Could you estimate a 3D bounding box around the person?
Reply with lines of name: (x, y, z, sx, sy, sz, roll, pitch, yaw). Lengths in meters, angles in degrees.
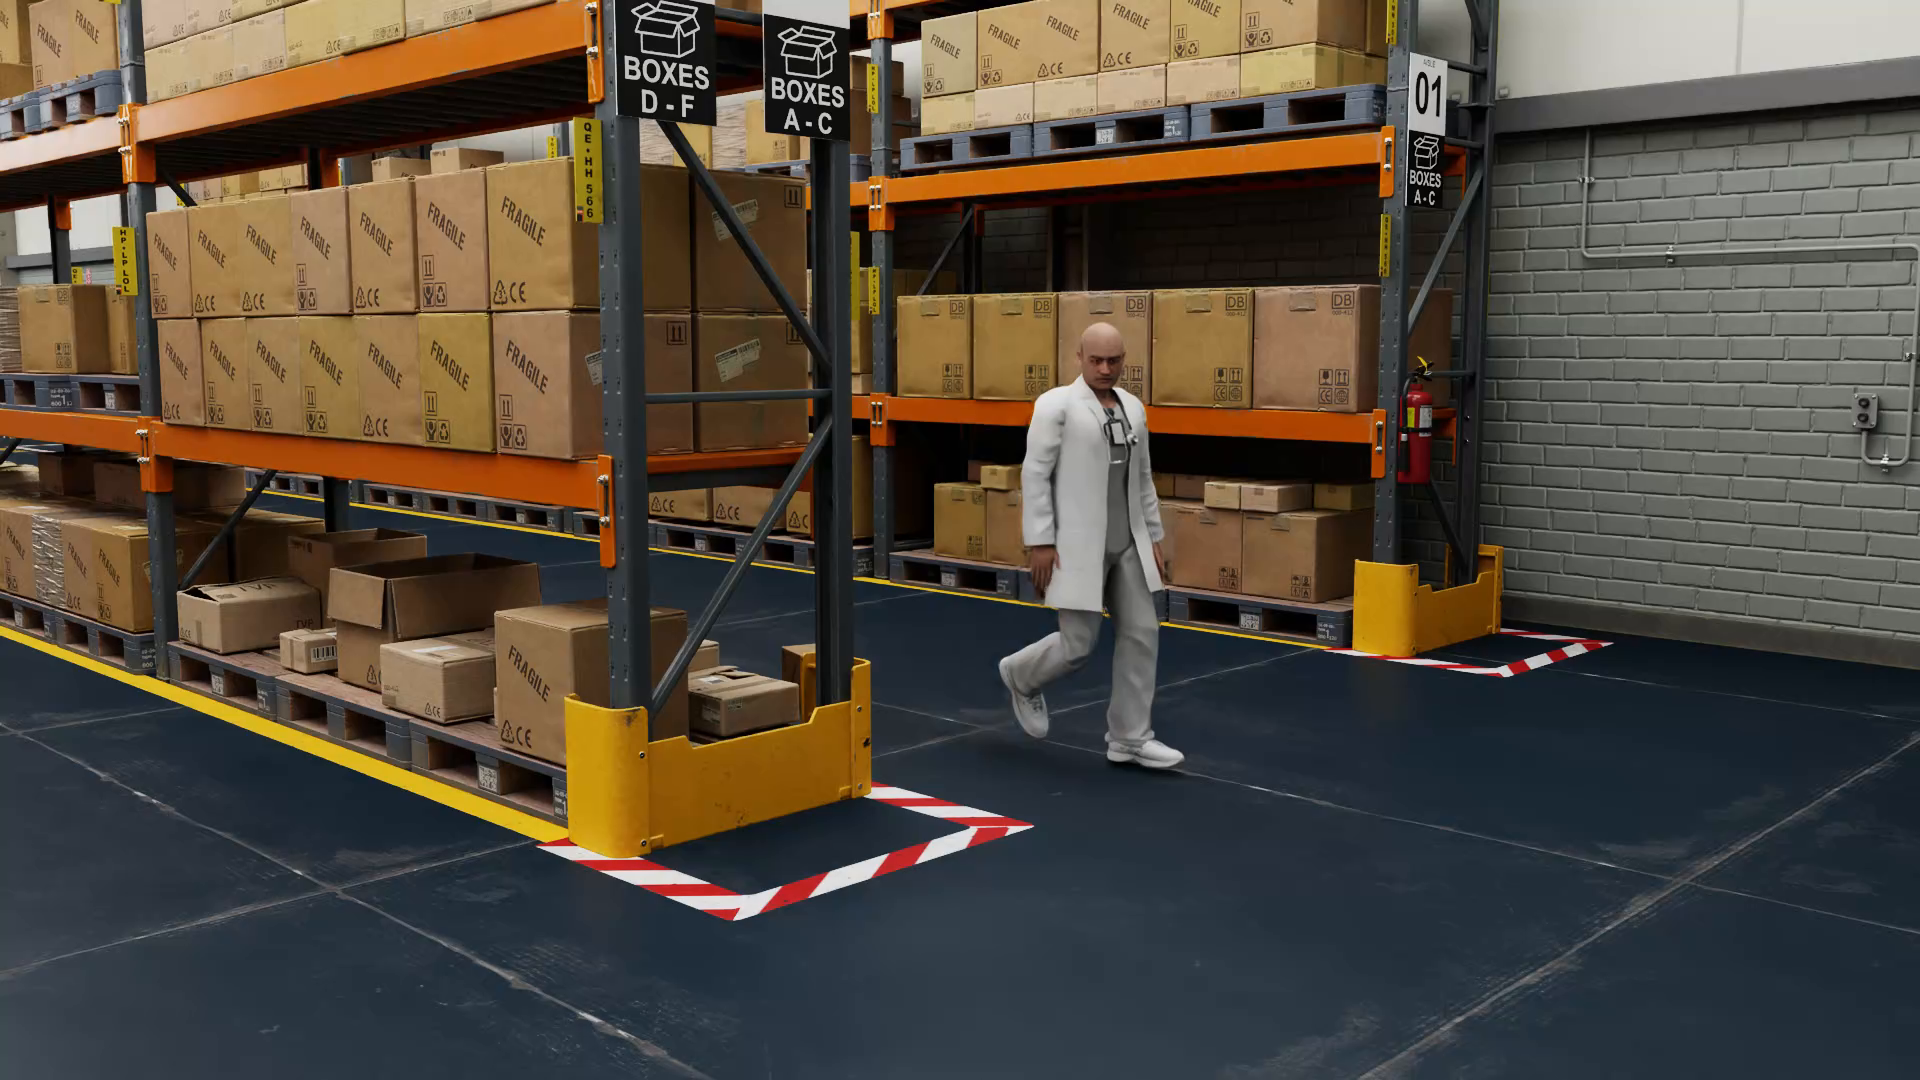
person: (0.509, 0.014, 6.646, 0.669, 1.750, 0.831, -5, 8, -34)
